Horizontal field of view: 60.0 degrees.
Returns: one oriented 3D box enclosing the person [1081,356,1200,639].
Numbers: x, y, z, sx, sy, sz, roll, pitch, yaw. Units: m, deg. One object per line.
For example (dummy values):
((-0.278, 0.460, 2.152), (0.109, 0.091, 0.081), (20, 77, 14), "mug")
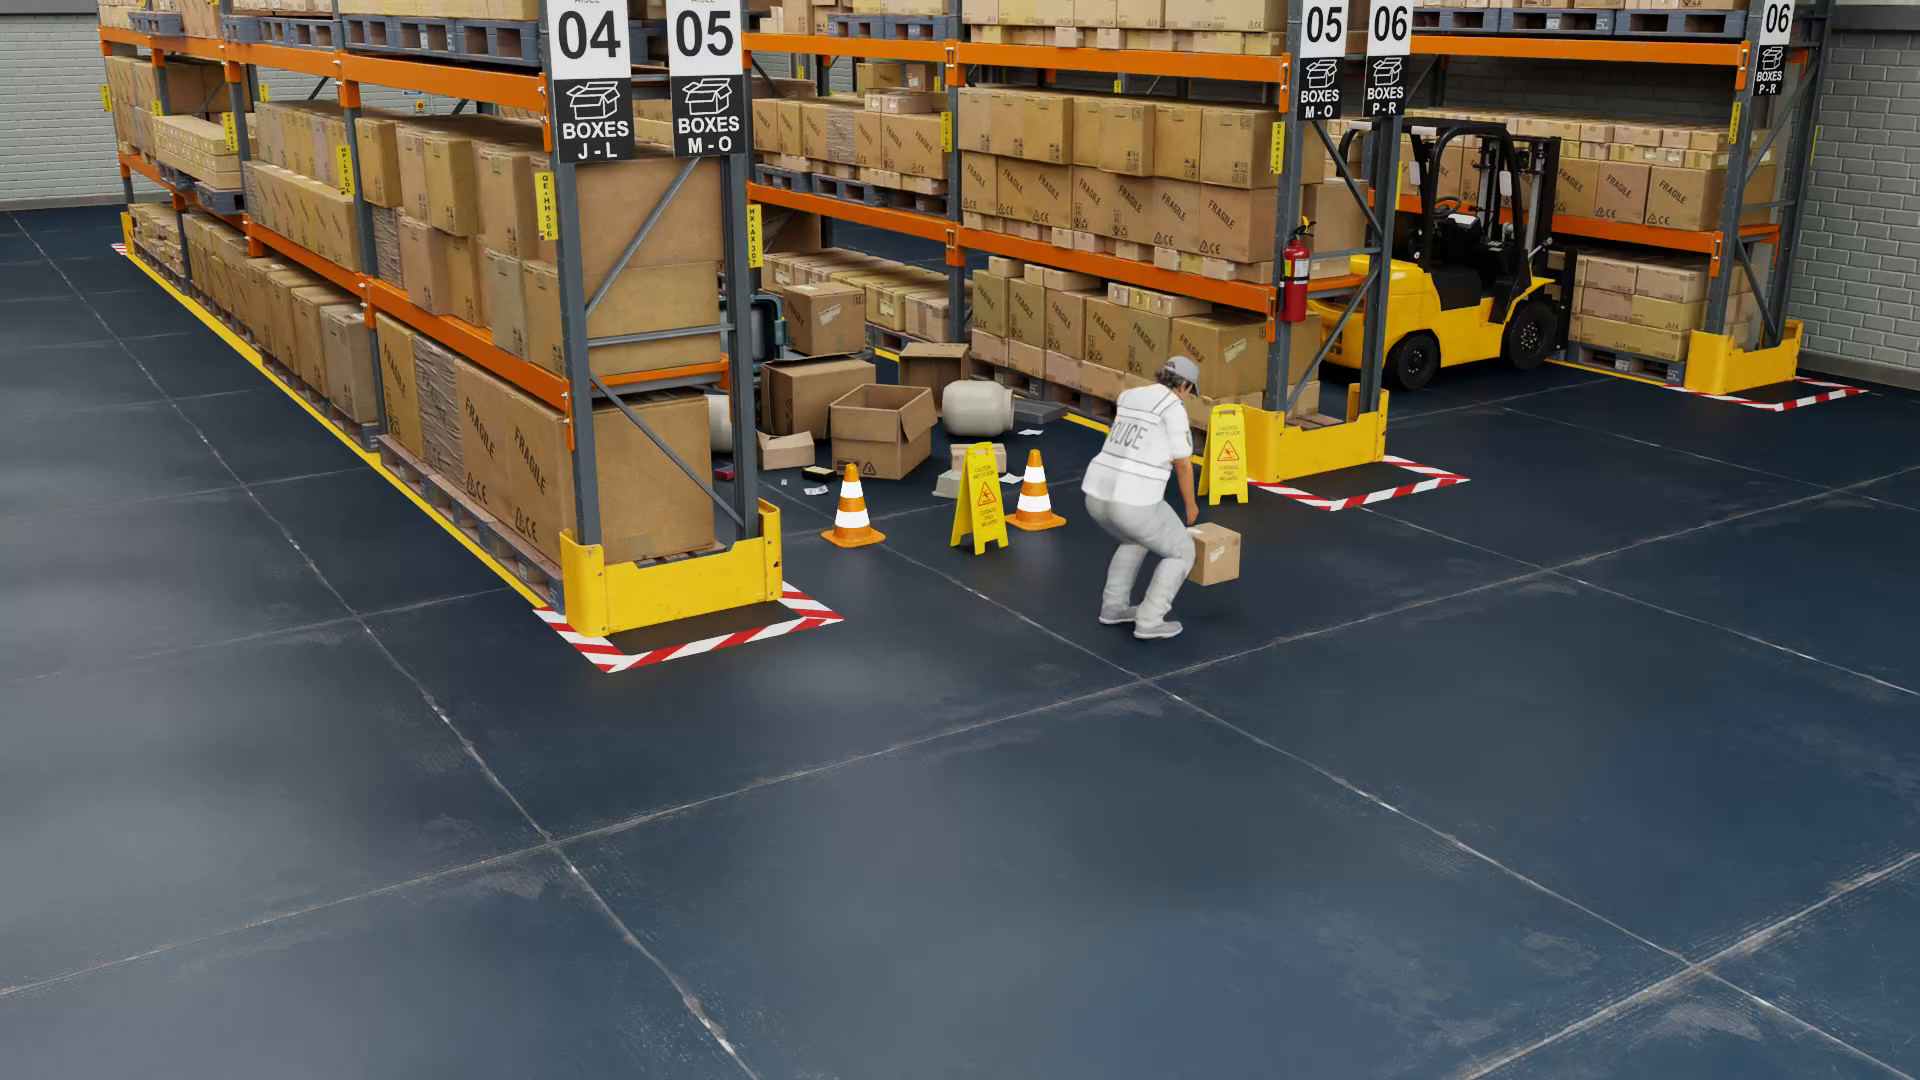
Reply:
((0.954, -0.225, 8.629), (0.691, 1.432, 0.532), (-11, 21, -31), "person")
